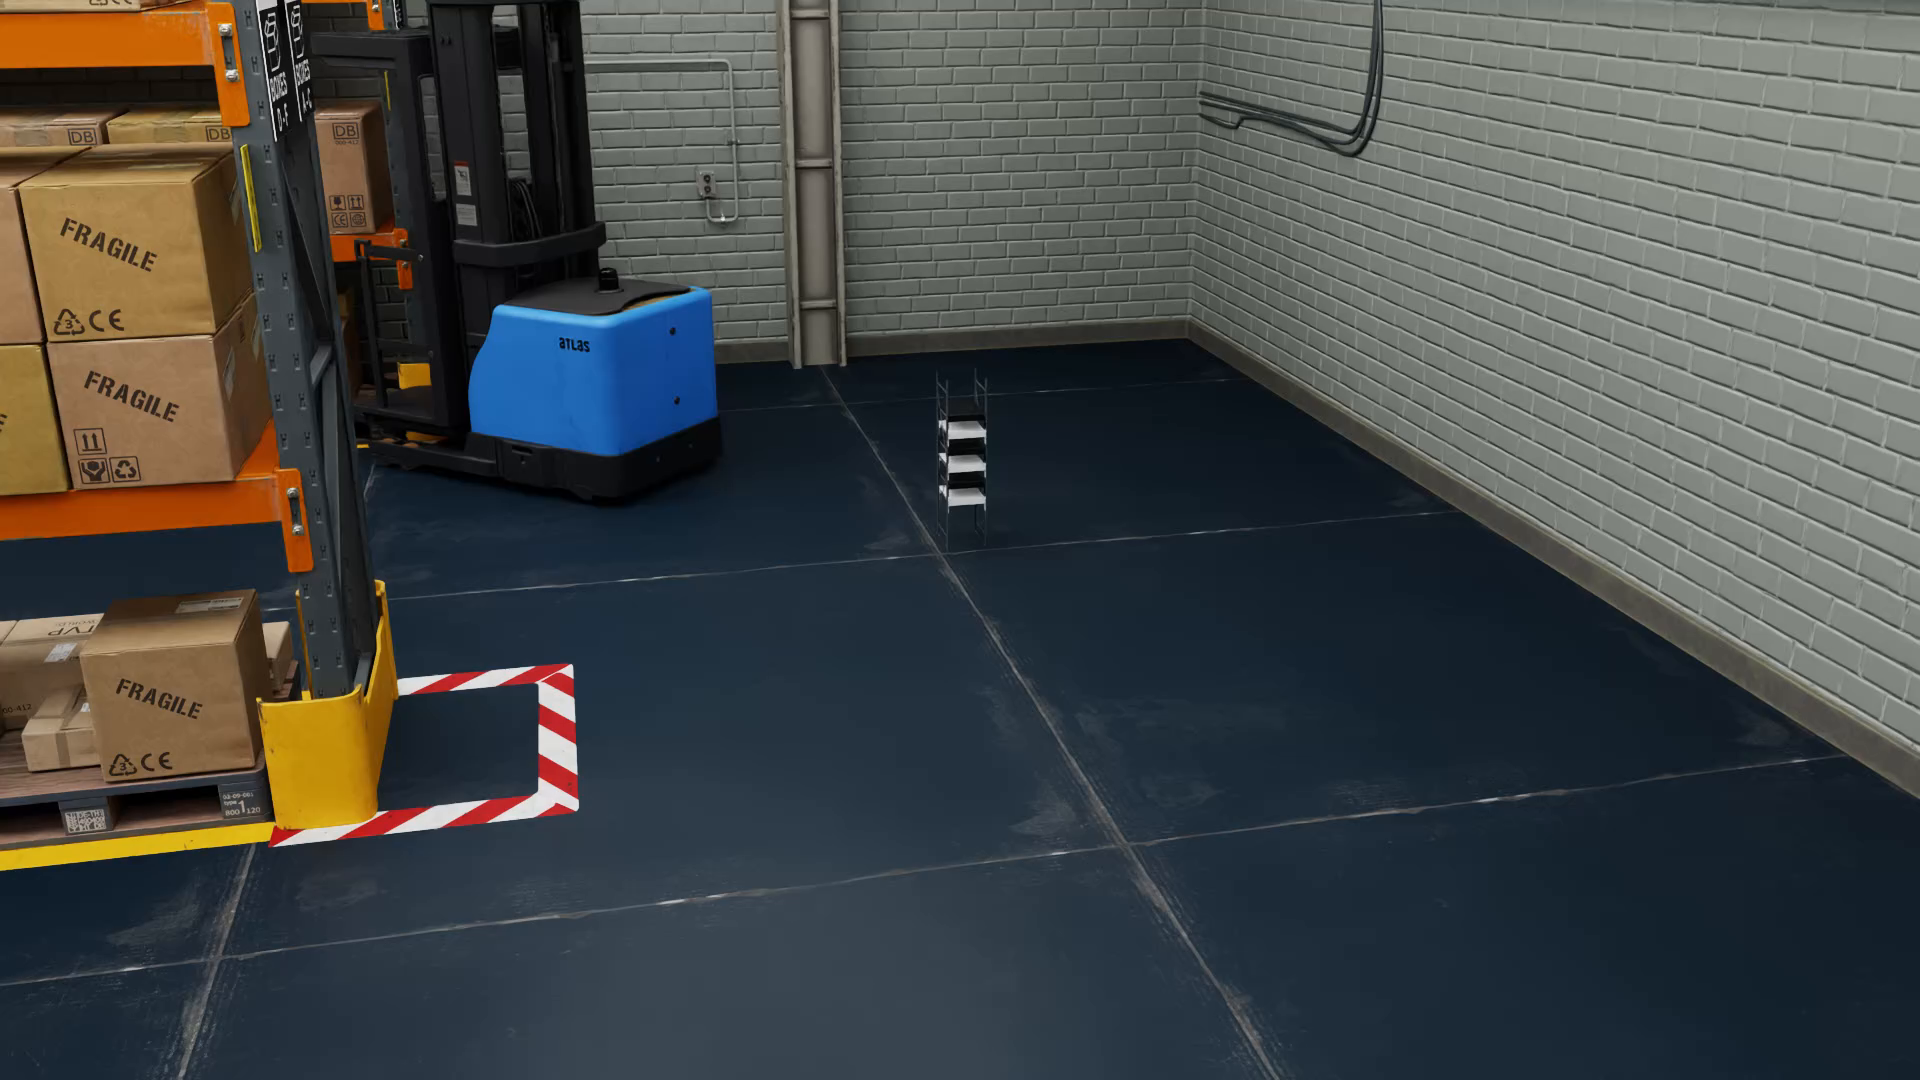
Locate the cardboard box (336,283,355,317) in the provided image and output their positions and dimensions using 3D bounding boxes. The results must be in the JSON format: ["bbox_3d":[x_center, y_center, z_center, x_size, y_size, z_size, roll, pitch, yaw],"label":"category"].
[{"bbox_3d":[-4.075,-1.549,10.764,0.250,0.149,0.380,-5,21,-12],"label":"cardboard box"}]

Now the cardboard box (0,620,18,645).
[{"bbox_3d":[-3.917,0.536,6.348,0.500,0.250,0.500,-5,21,-12],"label":"cardboard box"}]

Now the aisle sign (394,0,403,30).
[{"bbox_3d":[-3.354,-3.359,9.845,0.004,0.787,0.394,-5,21,-12],"label":"aisle sign"}]

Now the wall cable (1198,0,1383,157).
[{"bbox_3d":[2.094,-3.920,10.948,0.112,2.526,3.097,-5,21,-12],"label":"wall cable"}]

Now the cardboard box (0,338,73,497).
[{"bbox_3d":[-3.226,-0.454,5.547,0.500,0.500,0.500,-4,21,-12],"label":"cardboard box"}]

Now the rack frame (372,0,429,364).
[{"bbox_3d":[-3.493,-2.233,10.550,0.127,3.000,1.000,-5,21,-12],"label":"rack frame"}]

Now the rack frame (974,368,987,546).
[{"bbox_3d":[0.107,-0.431,8.684,0.006,0.900,0.240,-5,21,-12],"label":"rack frame"}]

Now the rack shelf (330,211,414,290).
[{"bbox_3d":[-5.439,-1.737,10.242,4.000,0.370,1.077,-5,21,-12],"label":"rack shelf"}]

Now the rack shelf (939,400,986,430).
[{"bbox_3d":[0.008,-0.645,8.580,0.200,0.077,0.258,-5,21,-12],"label":"rack shelf"}]

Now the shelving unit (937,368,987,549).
[{"bbox_3d":[0.008,-0.423,8.662,0.210,0.900,0.258,-5,21,-12],"label":"shelving unit"}]

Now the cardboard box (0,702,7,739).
[{"bbox_3d":[-3.753,0.700,5.902,0.500,0.250,0.500,-5,21,-12],"label":"cardboard box"}]

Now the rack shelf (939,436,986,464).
[{"bbox_3d":[0.008,-0.476,8.642,0.200,0.077,0.258,-5,21,-12],"label":"rack shelf"}]

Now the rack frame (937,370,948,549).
[{"bbox_3d":[-0.091,-0.415,8.640,0.006,0.900,0.240,-5,21,-12],"label":"rack frame"}]

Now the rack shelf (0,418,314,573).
[{"bbox_3d":[-4.295,-0.079,5.716,4.000,0.370,1.077,-5,21,-12],"label":"rack shelf"}]

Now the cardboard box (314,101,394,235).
[{"bbox_3d":[-3.987,-2.330,10.380,0.700,0.700,0.980,-4,20,-10],"label":"cardboard box"}]

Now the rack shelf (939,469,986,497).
[{"bbox_3d":[0.008,-0.307,8.704,0.200,0.077,0.258,-5,21,-12],"label":"rack shelf"}]

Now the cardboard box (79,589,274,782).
[{"bbox_3d":[-2.822,0.517,6.036,0.500,0.500,0.500,-5,21,-12],"label":"cardboard box"}]

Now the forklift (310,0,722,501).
[{"bbox_3d":[-2.978,-1.938,9.845,3.031,2.935,1.130,11,23,27],"label":"forklift"}]

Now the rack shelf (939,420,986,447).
[{"bbox_3d":[0.008,-0.561,8.611,0.200,0.077,0.258,-5,21,-12],"label":"rack shelf"}]

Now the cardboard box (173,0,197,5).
[{"bbox_3d":[-2.907,-1.958,5.656,0.500,0.250,0.500,-5,21,-12],"label":"cardboard box"}]

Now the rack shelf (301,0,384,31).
[{"bbox_3d":[-5.439,-3.146,9.726,4.000,0.370,1.077,-5,21,-12],"label":"rack shelf"}]

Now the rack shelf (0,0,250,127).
[{"bbox_3d":[-4.295,-1.488,5.200,4.000,0.370,1.077,-5,21,-12],"label":"rack shelf"}]

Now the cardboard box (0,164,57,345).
[{"bbox_3d":[-3.210,-0.924,5.378,0.500,0.500,0.500,-4,21,-11],"label":"cardboard box"}]

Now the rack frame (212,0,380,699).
[{"bbox_3d":[-2.349,-0.575,6.025,0.127,3.000,1.000,-5,21,-12],"label":"rack frame"}]

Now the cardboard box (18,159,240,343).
[{"bbox_3d":[-2.719,-0.965,5.488,0.500,0.500,0.500,-5,21,-13],"label":"cardboard box"}]

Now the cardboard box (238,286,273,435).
[{"bbox_3d":[-2.842,-0.676,6.153,0.500,0.500,0.500,-4,21,-11],"label":"cardboard box"}]

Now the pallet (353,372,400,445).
[{"bbox_3d":[-4.253,-0.834,10.786,1.213,0.211,1.003,-5,21,-12],"label":"pallet"}]

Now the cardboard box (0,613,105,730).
[{"bbox_3d":[-3.430,0.497,6.456,0.500,0.250,0.500,-5,21,-12],"label":"cardboard box"}]

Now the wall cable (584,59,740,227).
[{"bbox_3d":[-2.464,-3.128,11.517,1.851,1.984,0.084,-5,21,-12],"label":"wall cable"}]

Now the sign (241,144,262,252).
[{"bbox_3d":[-2.241,-1.080,5.260,0.005,0.325,0.100,-5,21,-12],"label":"sign"}]

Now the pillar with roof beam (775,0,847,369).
[{"bbox_3d":[-0.073,-4.113,6.959,0.400,9.000,9.100,-5,21,-12],"label":"pillar with roof beam"}]

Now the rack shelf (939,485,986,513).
[{"bbox_3d":[0.008,-0.223,8.735,0.200,0.077,0.258,-5,21,-12],"label":"rack shelf"}]

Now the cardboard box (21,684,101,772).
[{"bbox_3d":[-3.236,0.676,6.088,0.250,0.166,0.380,-5,21,-12],"label":"cardboard box"}]

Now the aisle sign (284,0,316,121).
[{"bbox_3d":[-2.350,-1.900,5.861,0.004,0.787,0.394,-5,21,-12],"label":"aisle sign"}]

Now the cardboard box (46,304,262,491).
[{"bbox_3d":[-2.722,-0.496,5.662,0.500,0.500,0.500,-4,20,-11],"label":"cardboard box"}]

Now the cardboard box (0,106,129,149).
[{"bbox_3d":[-5.436,-2.212,10.056,0.700,0.700,0.980,-6,21,-15],"label":"cardboard box"}]

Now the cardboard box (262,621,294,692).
[{"bbox_3d":[-2.836,0.475,6.663,0.250,0.149,0.380,-5,21,-12],"label":"cardboard box"}]

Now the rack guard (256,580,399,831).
[{"bbox_3d":[-2.423,0.604,6.438,0.348,0.500,1.175,-5,21,-12],"label":"rack guard"}]

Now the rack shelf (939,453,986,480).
[{"bbox_3d":[0.008,-0.392,8.673,0.200,0.077,0.258,-5,21,-12],"label":"rack shelf"}]

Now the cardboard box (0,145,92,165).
[{"bbox_3d":[-3.349,-1.101,5.861,0.500,0.500,0.500,-4,21,-12],"label":"cardboard box"}]

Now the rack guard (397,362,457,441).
[{"bbox_3d":[-3.469,-1.062,10.986,0.348,0.500,1.175,-5,21,-12],"label":"rack guard"}]

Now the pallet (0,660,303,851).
[{"bbox_3d":[-3.199,0.803,6.315,1.213,0.211,1.003,-5,21,-12],"label":"pallet"}]

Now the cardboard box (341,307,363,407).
[{"bbox_3d":[-4.151,-1.168,10.666,0.500,0.500,0.700,-5,21,-12],"label":"cardboard box"}]

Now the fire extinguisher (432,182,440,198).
[{"bbox_3d":[-3.240,-1.879,10.239,0.183,0.674,0.296,-5,21,-12],"label":"fire extinguisher"}]

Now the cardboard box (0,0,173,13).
[{"bbox_3d":[-2.788,-1.785,5.183,0.500,0.250,0.500,-5,21,-12],"label":"cardboard box"}]

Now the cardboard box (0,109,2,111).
[{"bbox_3d":[-6.142,-2.151,9.890,0.700,0.700,0.980,-5,21,-14],"label":"cardboard box"}]

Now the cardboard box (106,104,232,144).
[{"bbox_3d":[-4.692,-2.269,10.212,0.700,0.700,0.980,-5,21,-13],"label":"cardboard box"}]

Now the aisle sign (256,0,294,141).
[{"bbox_3d":[-2.212,-1.699,5.312,0.004,0.787,0.394,-5,21,-12],"label":"aisle sign"}]

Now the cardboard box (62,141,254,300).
[{"bbox_3d":[-2.842,-1.145,5.981,0.500,0.500,0.500,-4,20,-11],"label":"cardboard box"}]

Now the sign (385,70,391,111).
[{"bbox_3d":[-3.381,-2.706,9.812,0.005,0.325,0.100,-5,21,-12],"label":"sign"}]
